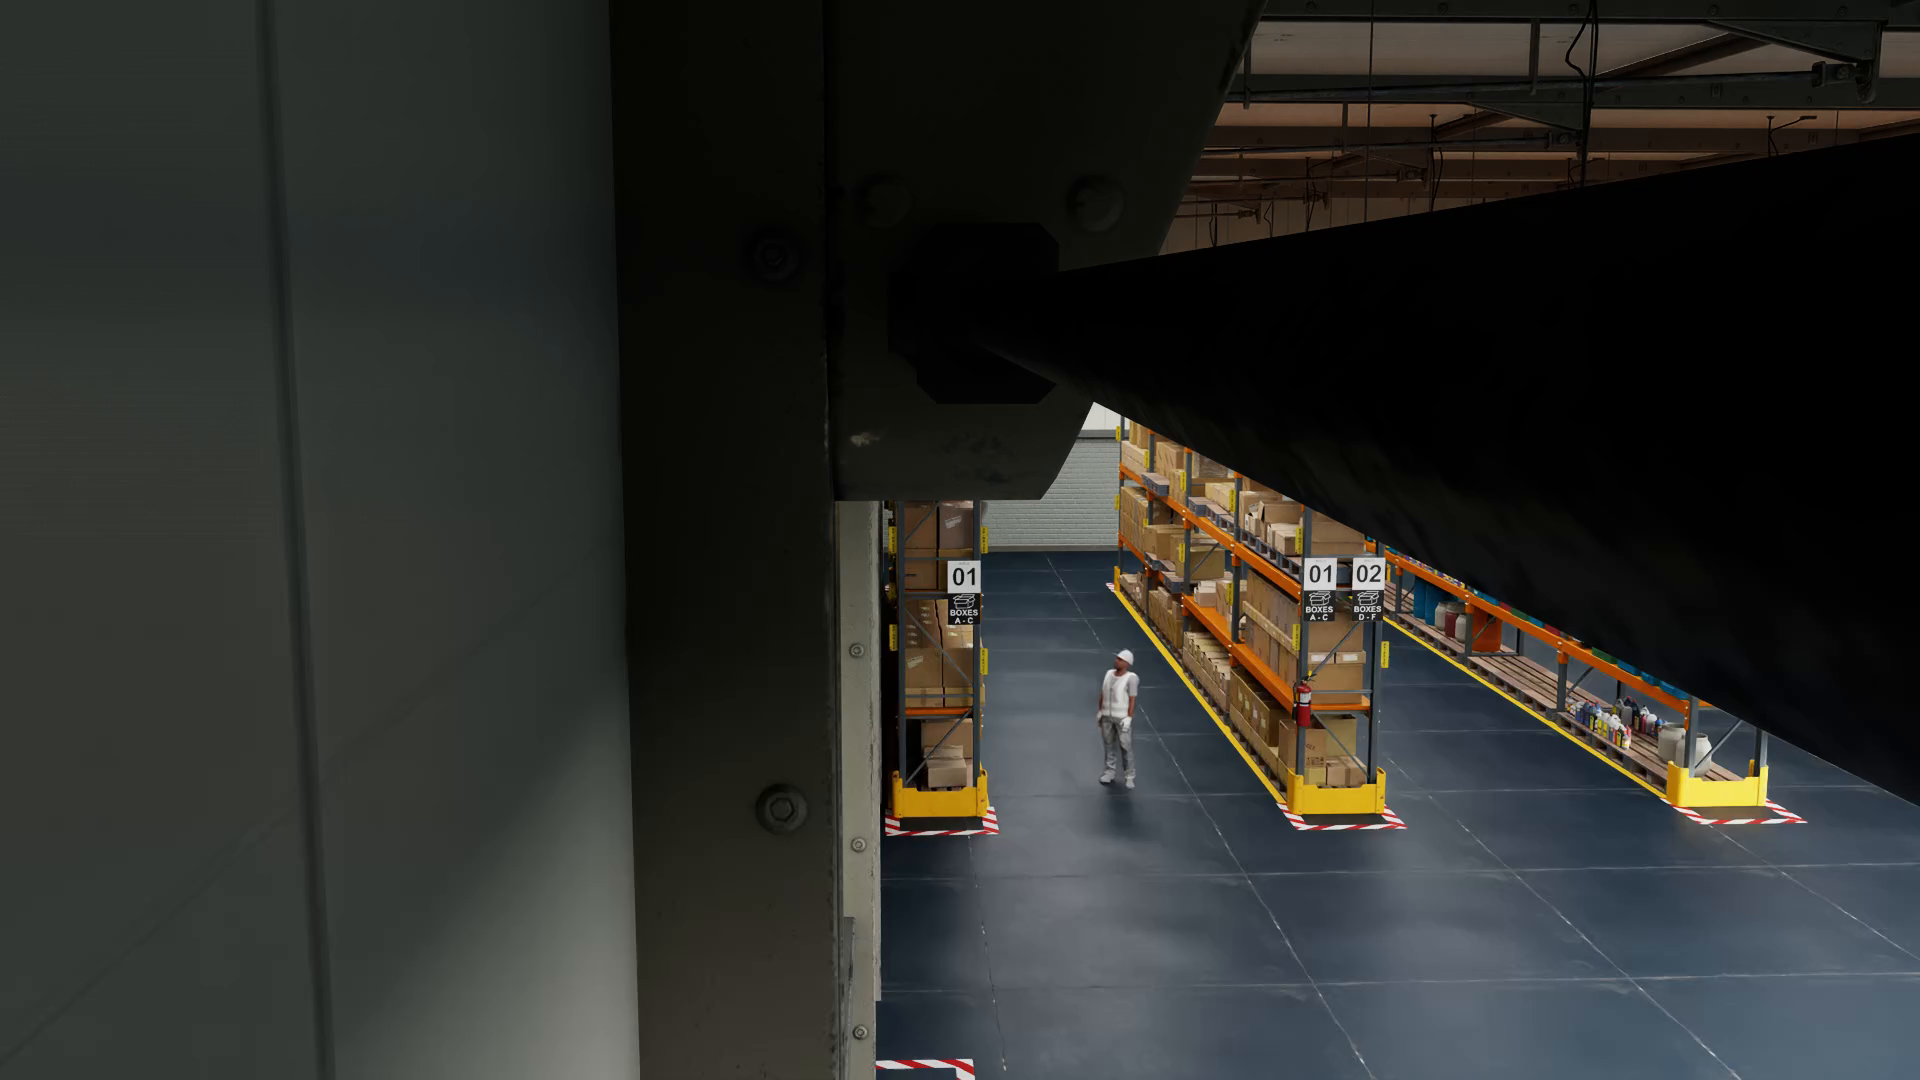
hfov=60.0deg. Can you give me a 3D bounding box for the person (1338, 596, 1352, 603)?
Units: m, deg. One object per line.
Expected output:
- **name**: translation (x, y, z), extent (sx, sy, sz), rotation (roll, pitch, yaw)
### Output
- **person**: translation (7.481, 0.835, 32.080), extent (0.615, 1.731, 0.965), rotation (0, 8, -3)

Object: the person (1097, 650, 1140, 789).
- **person**: translation (2.060, 2.346, 21.821), extent (0.594, 1.813, 0.448), rotation (5, 10, 33)
